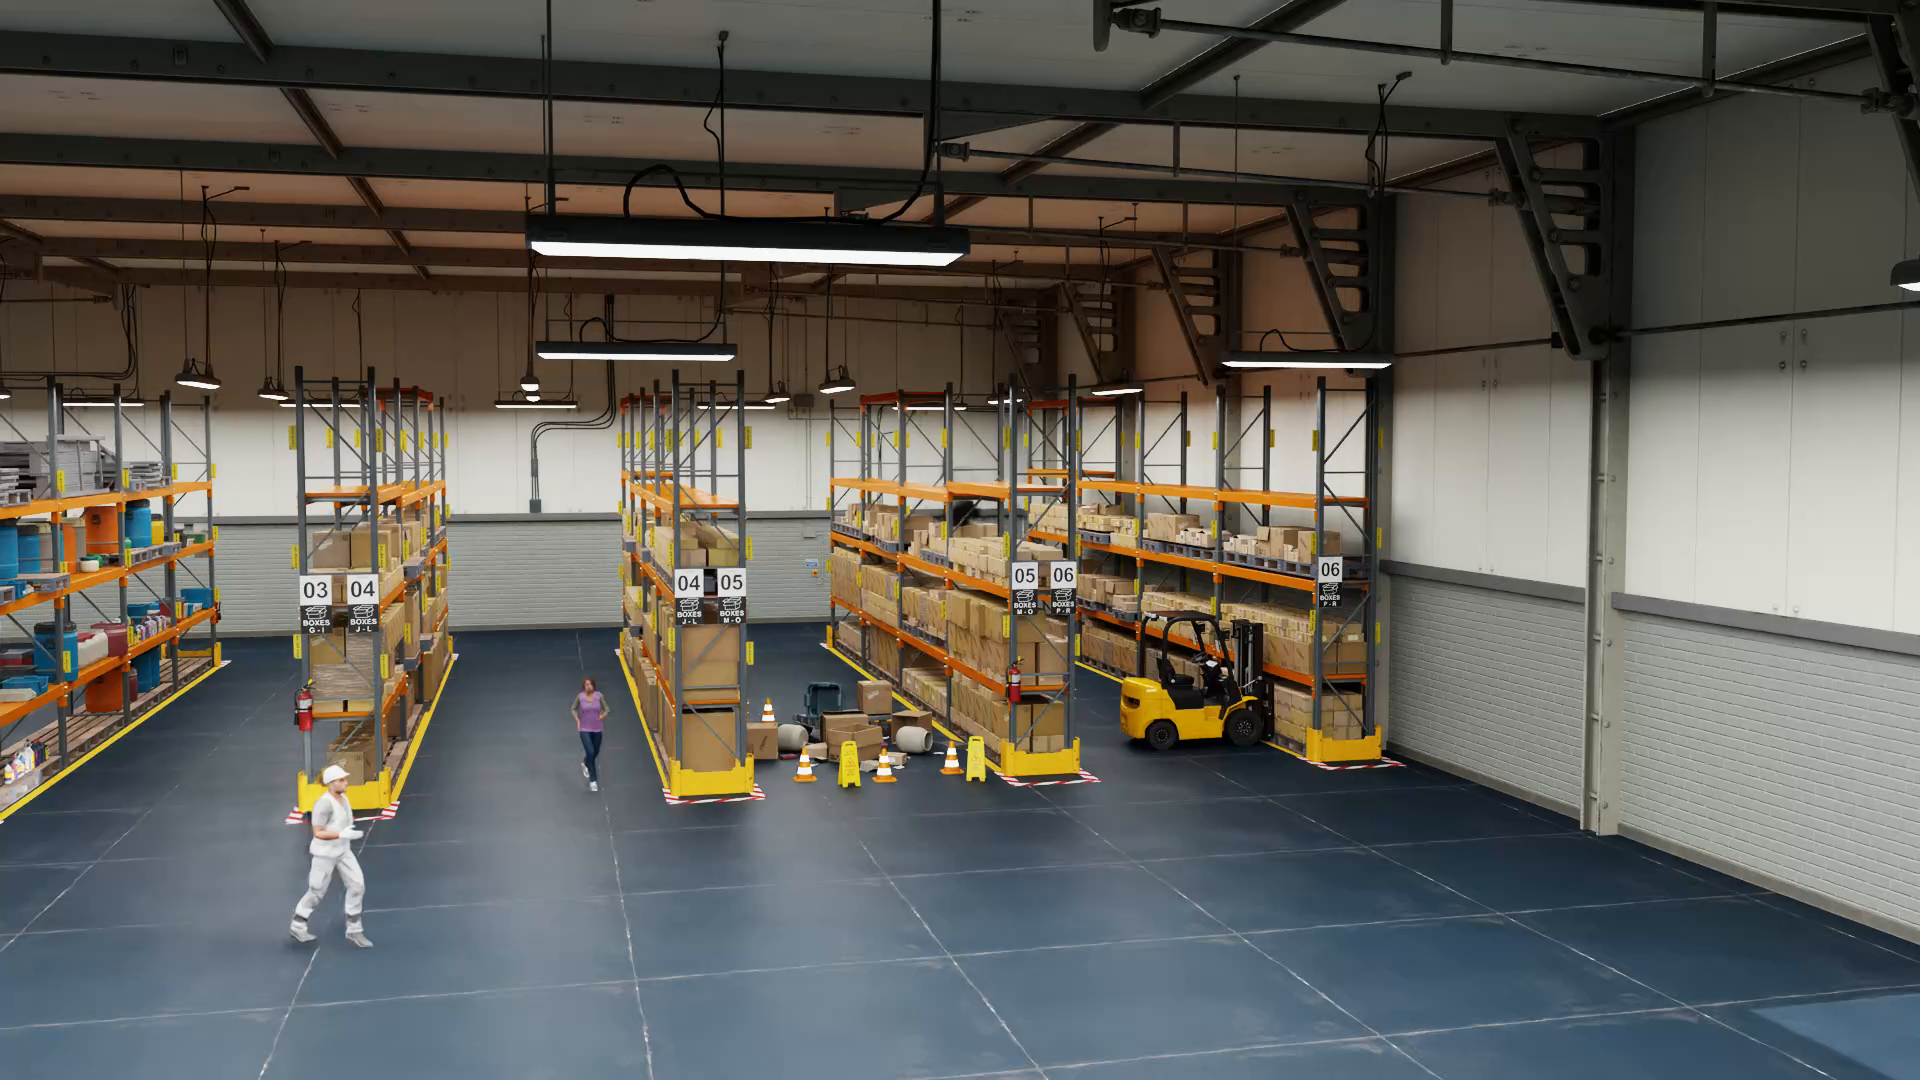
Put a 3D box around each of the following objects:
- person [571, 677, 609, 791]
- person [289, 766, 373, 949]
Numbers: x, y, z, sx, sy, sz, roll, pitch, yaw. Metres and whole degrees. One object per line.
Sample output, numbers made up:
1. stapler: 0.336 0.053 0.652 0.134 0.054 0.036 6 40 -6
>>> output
1. person: -5.341 2.784 24.063 0.528 1.582 0.802 -1 4 -22
2. person: -6.205 3.128 16.370 0.865 1.832 0.592 1 4 16
